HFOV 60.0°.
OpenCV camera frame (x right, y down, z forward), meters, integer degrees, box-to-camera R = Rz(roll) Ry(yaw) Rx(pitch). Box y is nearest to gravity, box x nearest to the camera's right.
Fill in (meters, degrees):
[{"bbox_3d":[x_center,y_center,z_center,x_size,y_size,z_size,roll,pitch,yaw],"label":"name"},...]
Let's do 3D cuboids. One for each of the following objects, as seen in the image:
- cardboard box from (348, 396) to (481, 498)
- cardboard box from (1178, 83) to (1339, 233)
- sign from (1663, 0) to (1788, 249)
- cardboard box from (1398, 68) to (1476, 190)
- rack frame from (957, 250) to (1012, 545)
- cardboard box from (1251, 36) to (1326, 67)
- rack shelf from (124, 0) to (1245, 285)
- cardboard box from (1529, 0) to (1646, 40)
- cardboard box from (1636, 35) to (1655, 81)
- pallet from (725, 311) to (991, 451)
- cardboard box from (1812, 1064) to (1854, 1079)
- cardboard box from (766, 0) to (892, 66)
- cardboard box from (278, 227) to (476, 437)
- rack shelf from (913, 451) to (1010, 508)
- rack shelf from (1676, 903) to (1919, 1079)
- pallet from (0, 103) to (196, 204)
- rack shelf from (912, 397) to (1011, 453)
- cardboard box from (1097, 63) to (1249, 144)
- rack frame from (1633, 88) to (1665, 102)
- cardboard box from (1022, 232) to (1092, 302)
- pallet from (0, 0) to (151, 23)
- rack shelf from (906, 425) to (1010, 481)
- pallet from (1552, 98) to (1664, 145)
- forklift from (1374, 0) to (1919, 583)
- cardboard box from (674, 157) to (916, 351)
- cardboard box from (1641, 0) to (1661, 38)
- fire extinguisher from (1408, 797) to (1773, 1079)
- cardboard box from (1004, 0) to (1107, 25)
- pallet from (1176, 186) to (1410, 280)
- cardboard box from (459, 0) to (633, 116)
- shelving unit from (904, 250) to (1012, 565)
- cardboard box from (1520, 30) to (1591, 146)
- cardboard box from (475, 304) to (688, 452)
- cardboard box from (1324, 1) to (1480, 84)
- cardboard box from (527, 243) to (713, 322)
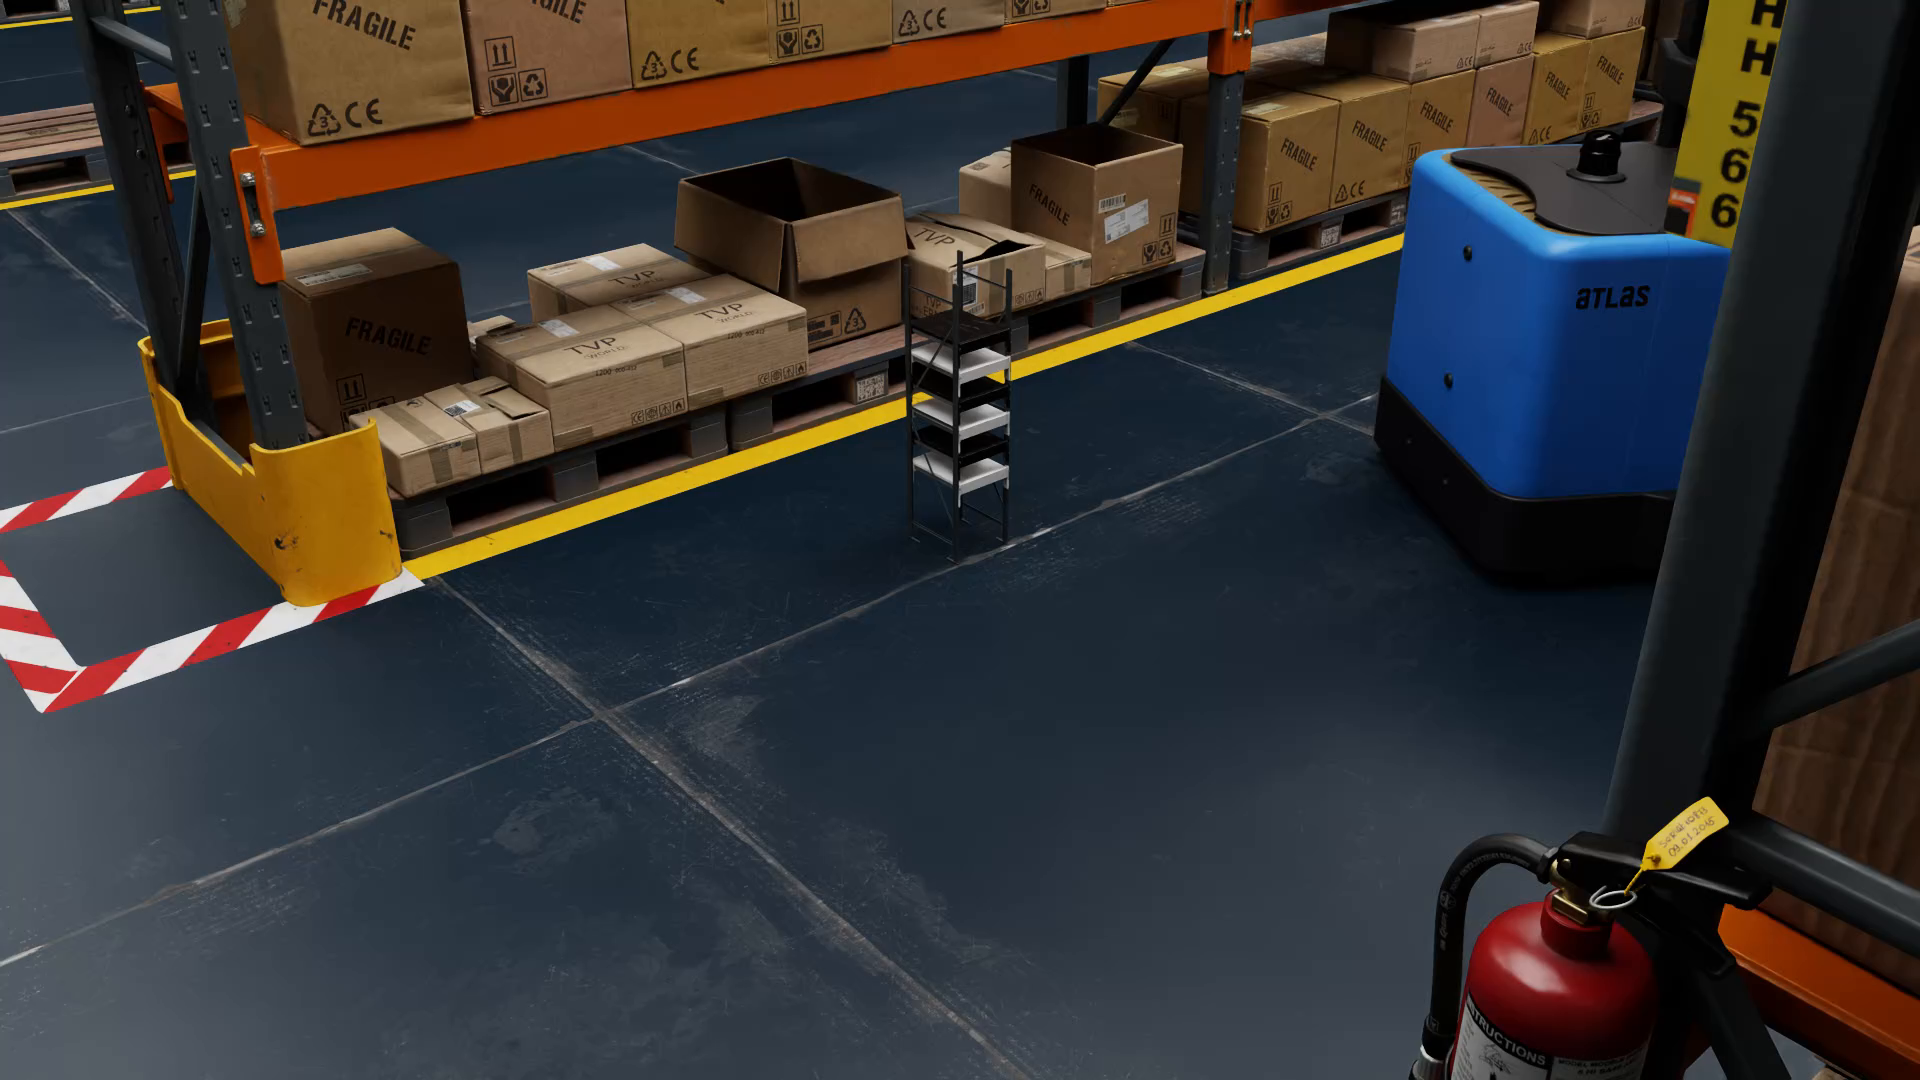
[{"bbox_3d":[-1.697,-0.294,5.175,0.250,0.149,0.380,-22,35,-35],"label":"cardboard box"},{"bbox_3d":[1.330,-1.728,7.486,0.500,0.500,0.500,-24,36,-37],"label":"cardboard box"},{"bbox_3d":[0.637,-0.391,1.320,0.005,0.325,0.100,-22,35,-35],"label":"sign"},{"bbox_3d":[2.114,-2.045,8.080,0.500,0.500,0.500,-21,35,-34],"label":"cardboard box"},{"bbox_3d":[0.071,-0.426,5.091,0.006,0.900,0.240,-22,35,-35],"label":"rack frame"},{"bbox_3d":[1.757,-2.223,8.412,0.500,0.500,0.500,-21,35,-34],"label":"cardboard box"},{"bbox_3d":[-0.717,-1.647,5.912,4.000,0.370,1.077,-22,35,-35],"label":"rack shelf"},{"bbox_3d":[3.248,-2.833,8.758,0.500,0.250,0.500,-20,34,-33],"label":"cardboard box"},{"bbox_3d":[4.089,-3.020,10.191,0.500,0.250,0.500,-21,35,-34],"label":"cardboard box"},{"bbox_3d":[-0.648,-0.761,6.450,1.213,0.211,1.003,-22,35,-35],"label":"pallet"},{"bbox_3d":[1.447,1.090,2.234,0.500,0.500,0.700,-22,35,-35],"label":"cardboard box"},{"bbox_3d":[-0.576,-1.902,5.521,0.500,0.500,0.500,-21,35,-34],"label":"cardboard box"},{"bbox_3d":[-1.985,-0.698,5.560,0.500,0.500,0.500,-22,35,-35],"label":"cardboard box"},{"bbox_3d":[-0.006,-0.206,5.134,0.200,0.077,0.258,-22,35,-35],"label":"rack shelf"},{"bbox_3d":[2.501,0.128,2.591,4.000,0.370,1.077,-22,35,-35],"label":"rack shelf"},{"bbox_3d":[-4.799,-2.138,9.027,1.213,0.211,1.003,-22,35,-35],"label":"pallet"},{"bbox_3d":[-0.006,-0.365,5.049,0.200,0.077,0.258,-22,35,-35],"label":"rack shelf"},{"bbox_3d":[0.993,-1.921,7.848,0.500,0.500,0.500,-22,35,-35],"label":"cardboard box"},{"bbox_3d":[3.847,-3.800,9.177,0.127,3.000,1.000,-22,35,-35],"label":"rack frame"},{"bbox_3d":[0.308,-1.100,6.684,0.250,0.149,0.380,-22,35,-35],"label":"cardboard box"},{"bbox_3d":[-7.181,-4.319,13.109,1.213,0.211,1.003,-22,35,-35],"label":"pallet"},{"bbox_3d":[-0.006,-0.286,5.091,0.200,0.077,0.258,-22,35,-35],"label":"rack shelf"},{"bbox_3d":[3.254,-2.355,9.433,1.213,0.211,1.003,-22,35,-35],"label":"pallet"},{"bbox_3d":[2.987,-1.465,4.881,3.031,2.935,1.130,-4,28,-7],"label":"forklift"},{"bbox_3d":[-0.622,-1.092,6.293,0.637,0.503,0.797,-22,35,-35],"label":"cardboard box"},{"bbox_3d":[4.086,-3.268,10.059,0.500,0.311,0.500,-21,34,-34],"label":"cardboard box"},{"bbox_3d":[0.565,0.502,1.606,0.183,0.674,0.296,-22,35,-35],"label":"fire extinguisher"},{"bbox_3d":[0.199,-2.217,6.110,0.500,0.500,0.500,-21,34,-34],"label":"cardboard box"},{"bbox_3d":[1.398,-1.608,8.036,1.213,0.211,1.003,-22,35,-35],"label":"pallet"},{"bbox_3d":[-1.341,-1.597,4.950,0.500,0.500,0.500,-22,35,-35],"label":"cardboard box"},{"bbox_3d":[-0.006,-0.394,5.033,0.210,0.900,0.258,-22,35,-35],"label":"shelving unit"},{"bbox_3d":[2.894,-2.363,8.674,0.500,0.500,0.500,-23,36,-37],"label":"cardboard box"},{"bbox_3d":[-1.261,-0.551,5.549,0.500,0.250,0.500,-22,35,-35],"label":"cardboard box"},{"bbox_3d":[2.091,-2.365,7.882,0.500,0.250,0.500,-22,35,-35],"label":"cardboard box"},{"bbox_3d":[-1.243,-0.868,6.142,0.500,0.250,0.500,-22,35,-35],"label":"cardboard box"}]
